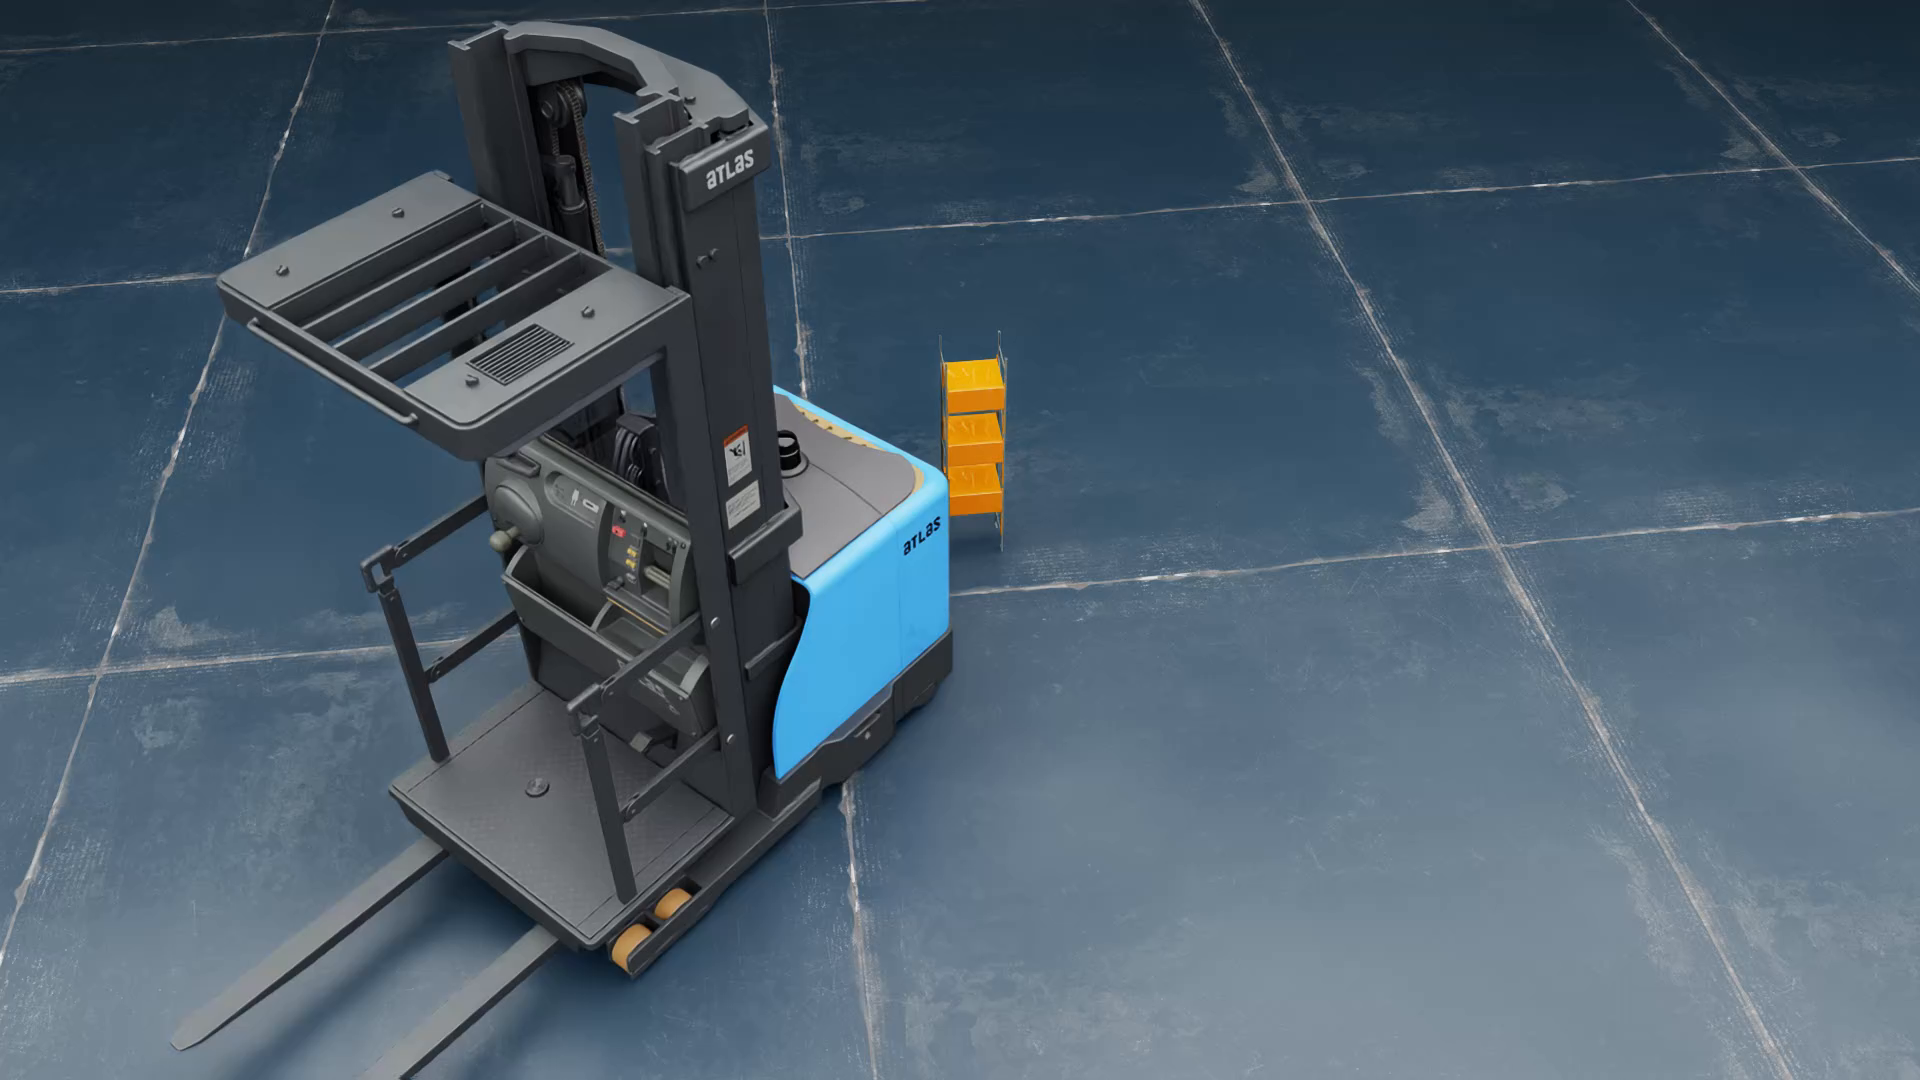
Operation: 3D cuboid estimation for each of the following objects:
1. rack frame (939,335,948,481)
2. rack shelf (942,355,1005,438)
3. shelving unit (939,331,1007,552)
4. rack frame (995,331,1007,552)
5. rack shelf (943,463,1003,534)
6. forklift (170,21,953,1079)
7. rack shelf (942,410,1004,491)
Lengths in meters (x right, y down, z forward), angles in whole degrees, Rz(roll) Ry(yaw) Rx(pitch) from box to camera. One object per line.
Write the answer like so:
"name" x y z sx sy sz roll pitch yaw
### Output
"rack frame" -0.068 -0.384 7.107 0.008 1.050 0.200 -5 42 -6
"rack shelf" 0.053 -0.597 6.936 0.240 0.259 0.215 -5 42 -6
"shelving unit" 0.053 -0.394 7.119 0.252 1.050 0.215 -5 42 -6
"rack frame" 0.174 -0.405 7.130 0.008 1.050 0.200 -5 42 -6
"rack shelf" 0.053 -0.180 7.312 0.240 0.259 0.215 -5 42 -6
"forklift" -1.339 0.036 5.237 1.130 2.935 3.031 28 49 28
"rack shelf" 0.053 -0.387 7.126 0.240 0.259 0.215 -5 42 -6
